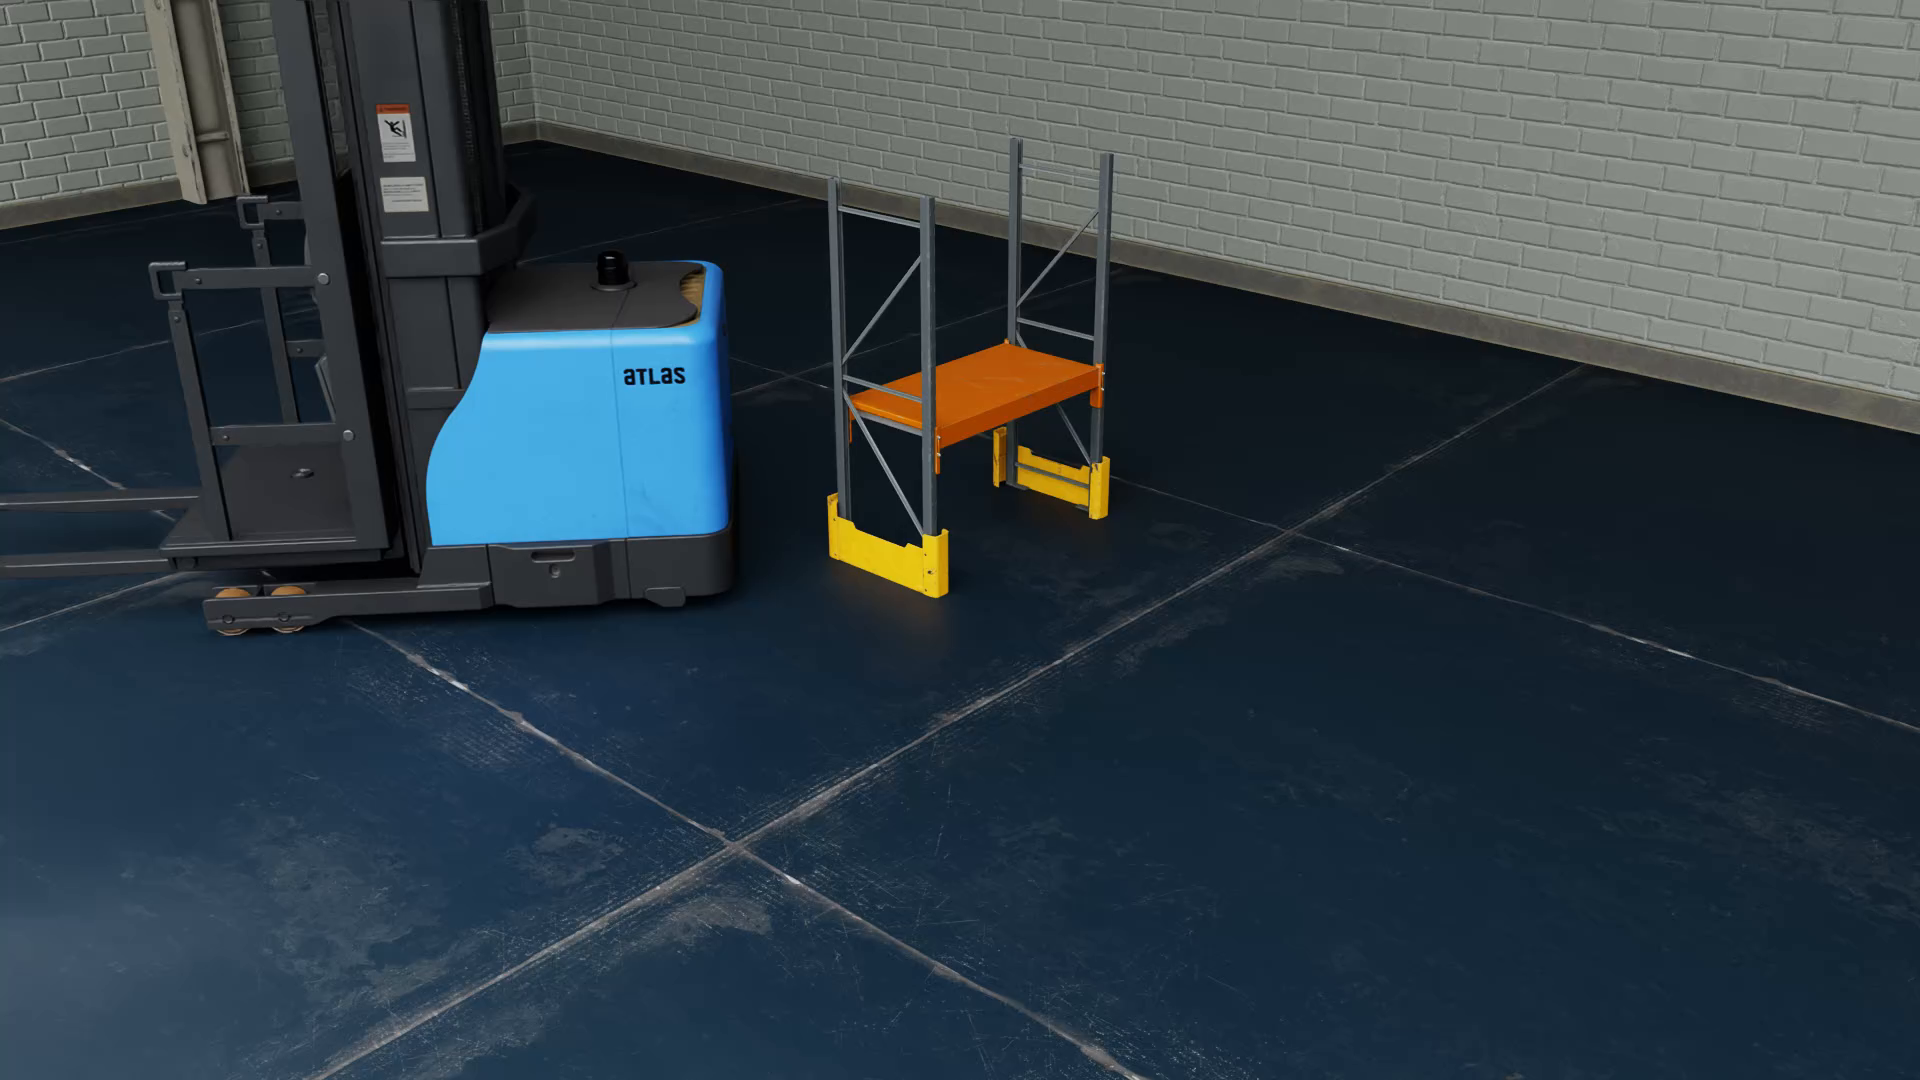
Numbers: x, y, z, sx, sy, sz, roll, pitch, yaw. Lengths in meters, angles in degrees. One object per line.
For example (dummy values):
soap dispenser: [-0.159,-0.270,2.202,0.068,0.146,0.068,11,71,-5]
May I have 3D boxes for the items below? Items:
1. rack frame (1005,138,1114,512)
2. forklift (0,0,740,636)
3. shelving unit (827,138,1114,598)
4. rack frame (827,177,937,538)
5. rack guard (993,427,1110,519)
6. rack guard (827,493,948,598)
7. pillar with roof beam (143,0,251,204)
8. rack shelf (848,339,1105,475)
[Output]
rack frame: [0.396,-0.865,6.847,0.500,1.500,0.032,20,31,38]
forklift: [-2.389,-1.221,5.892,3.031,2.935,1.130,-2,24,-5]
shelving unit: [0.051,-0.708,6.495,0.587,1.500,1.083,20,31,38]
rack frame: [-0.282,-0.555,6.156,0.500,1.500,0.032,20,31,38]
rack guard: [0.383,-0.289,7.089,0.587,0.250,0.087,20,31,38]
rack guard: [-0.281,0.014,6.412,0.587,0.250,0.087,20,31,38]
pillar with roof beam: [-2.383,-5.508,8.037,9.100,9.000,0.400,20,31,38]
rack shelf: [0.057,-0.546,6.575,0.538,0.185,1.000,20,31,38]
